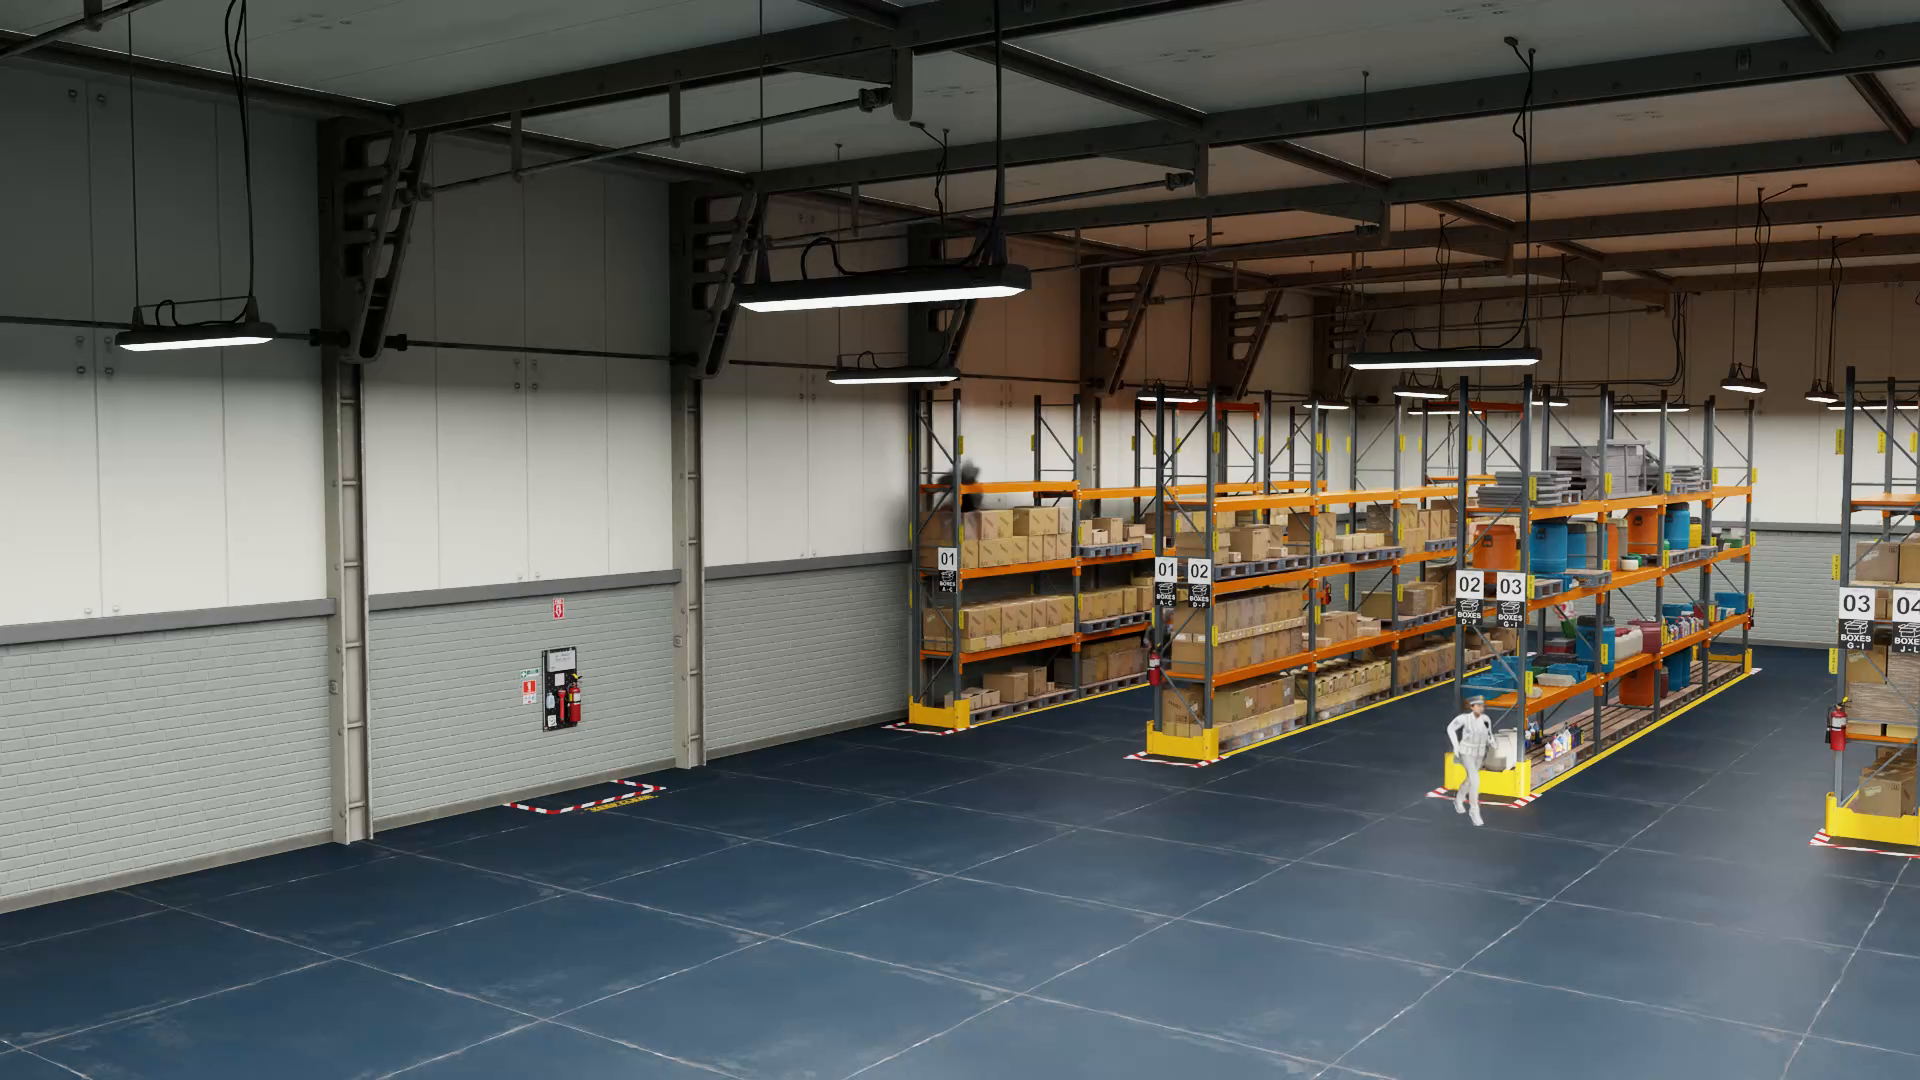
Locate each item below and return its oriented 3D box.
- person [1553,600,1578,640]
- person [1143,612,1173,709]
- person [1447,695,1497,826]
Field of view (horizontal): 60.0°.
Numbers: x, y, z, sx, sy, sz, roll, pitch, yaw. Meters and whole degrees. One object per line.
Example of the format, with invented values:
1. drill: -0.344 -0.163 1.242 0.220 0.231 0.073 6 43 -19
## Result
1. person: 14.324 1.898 39.319 0.688 1.777 0.655 -1 3 -15
2. person: 3.642 2.153 30.170 0.676 1.768 0.822 2 4 29
3. person: 6.845 2.901 22.214 0.551 1.718 0.822 -1 3 -20
